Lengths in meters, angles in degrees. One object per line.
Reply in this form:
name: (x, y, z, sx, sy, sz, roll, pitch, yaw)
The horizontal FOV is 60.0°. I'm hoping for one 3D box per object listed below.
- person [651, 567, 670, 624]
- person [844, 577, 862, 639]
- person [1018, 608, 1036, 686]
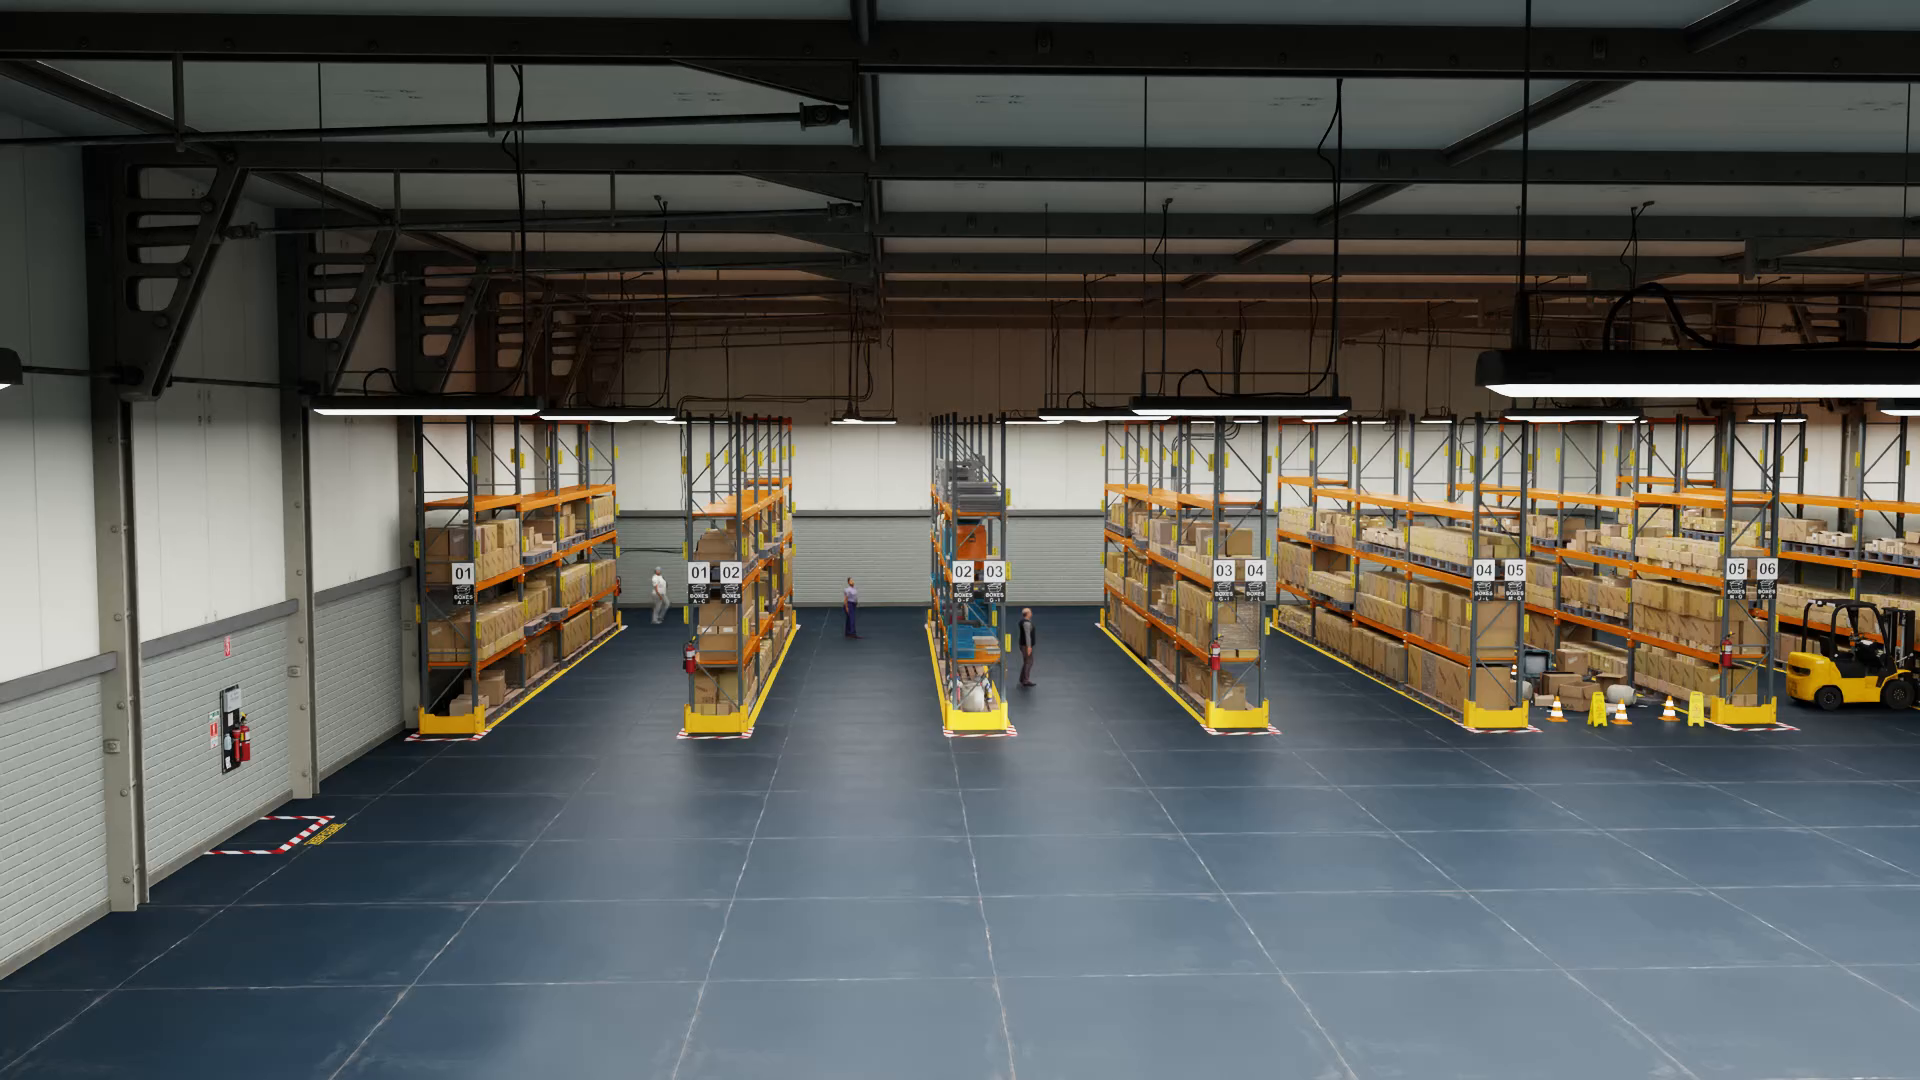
person: (-8.690, 1.617, 48.200, 0.502, 1.686, 0.502, 0, 4, 4)
person: (-2.891, 1.841, 45.129, 0.564, 1.652, 0.528, 1, 4, 17)
person: (1.488, 2.390, 36.752, 0.364, 1.772, 0.589, -1, 4, -9)
